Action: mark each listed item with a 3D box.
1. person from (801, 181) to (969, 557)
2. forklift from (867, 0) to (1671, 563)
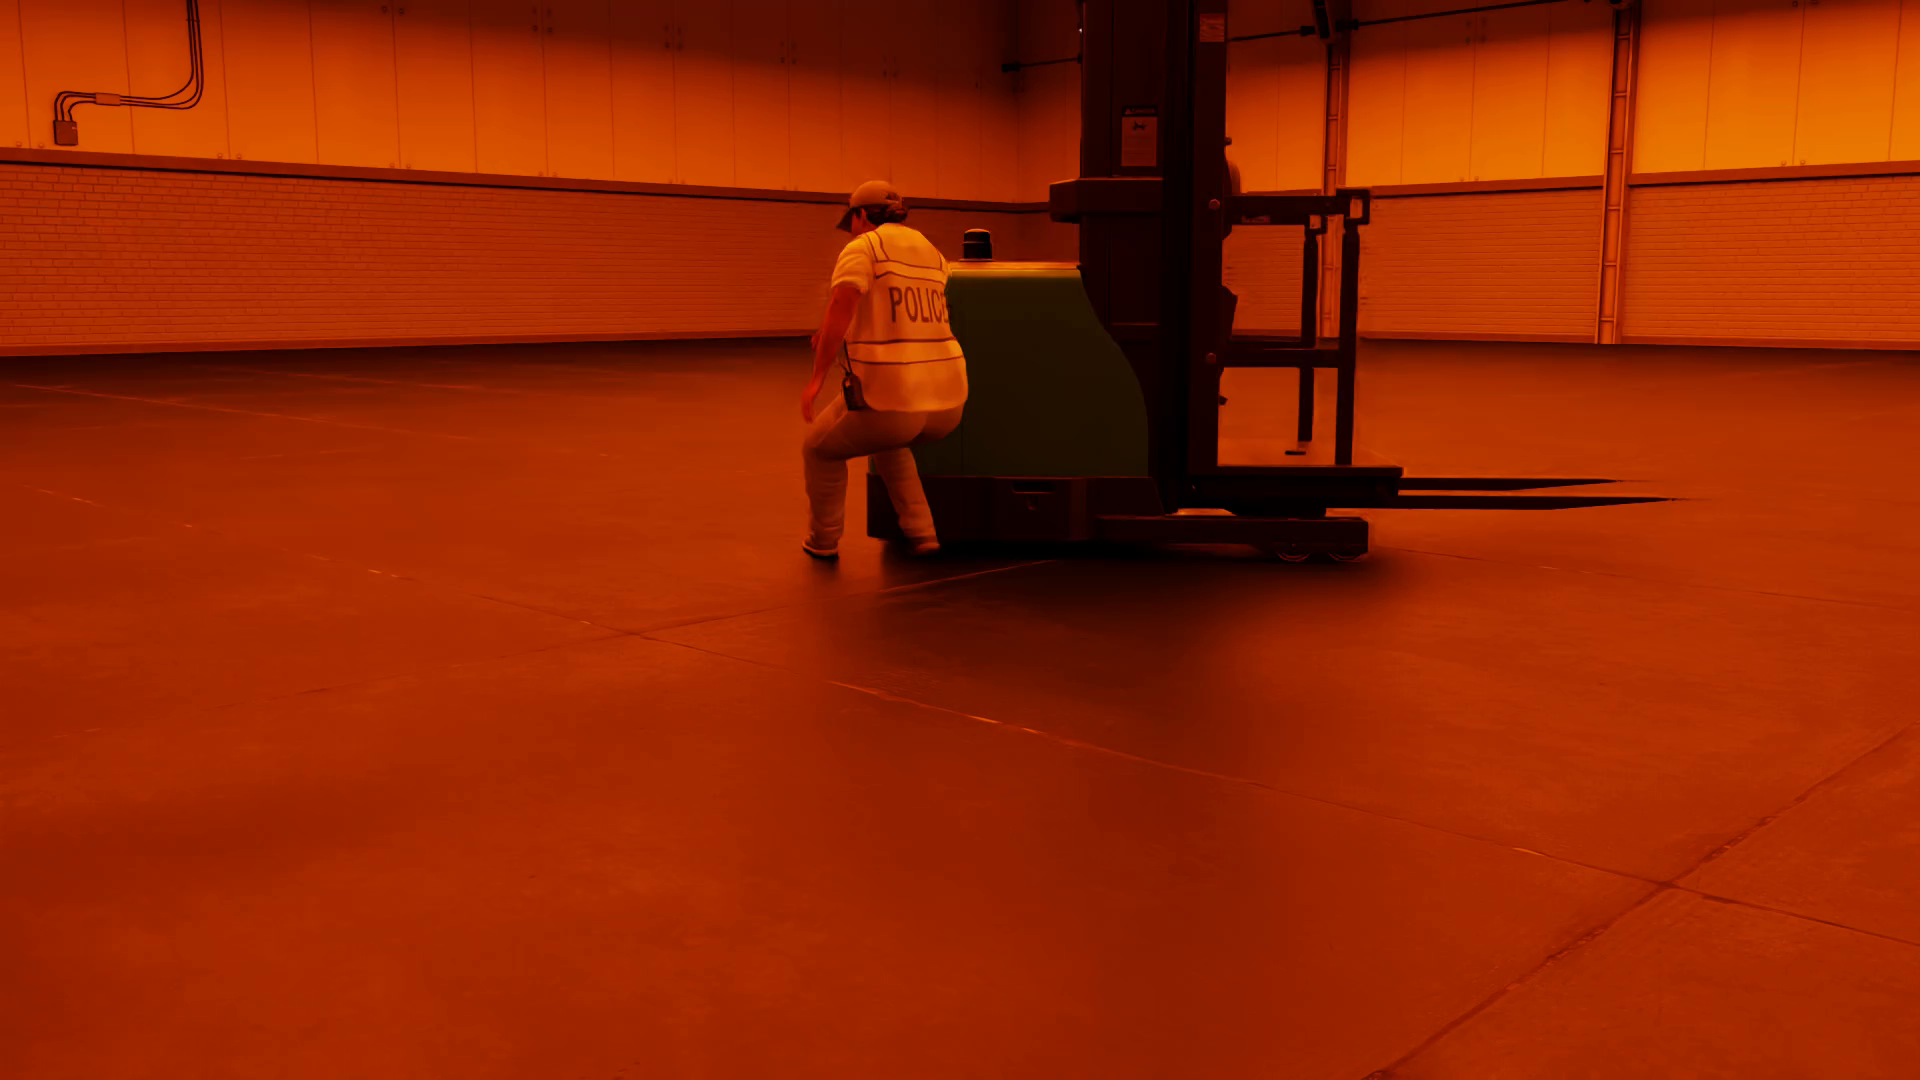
[{"bbox_3d":[-0.389,-0.554,5.983,0.870,1.444,0.906,-8,11,-42],"label":"person"},{"bbox_3d":[1.183,-1.447,6.486,3.031,2.935,1.130,1,9,3],"label":"forklift"}]
